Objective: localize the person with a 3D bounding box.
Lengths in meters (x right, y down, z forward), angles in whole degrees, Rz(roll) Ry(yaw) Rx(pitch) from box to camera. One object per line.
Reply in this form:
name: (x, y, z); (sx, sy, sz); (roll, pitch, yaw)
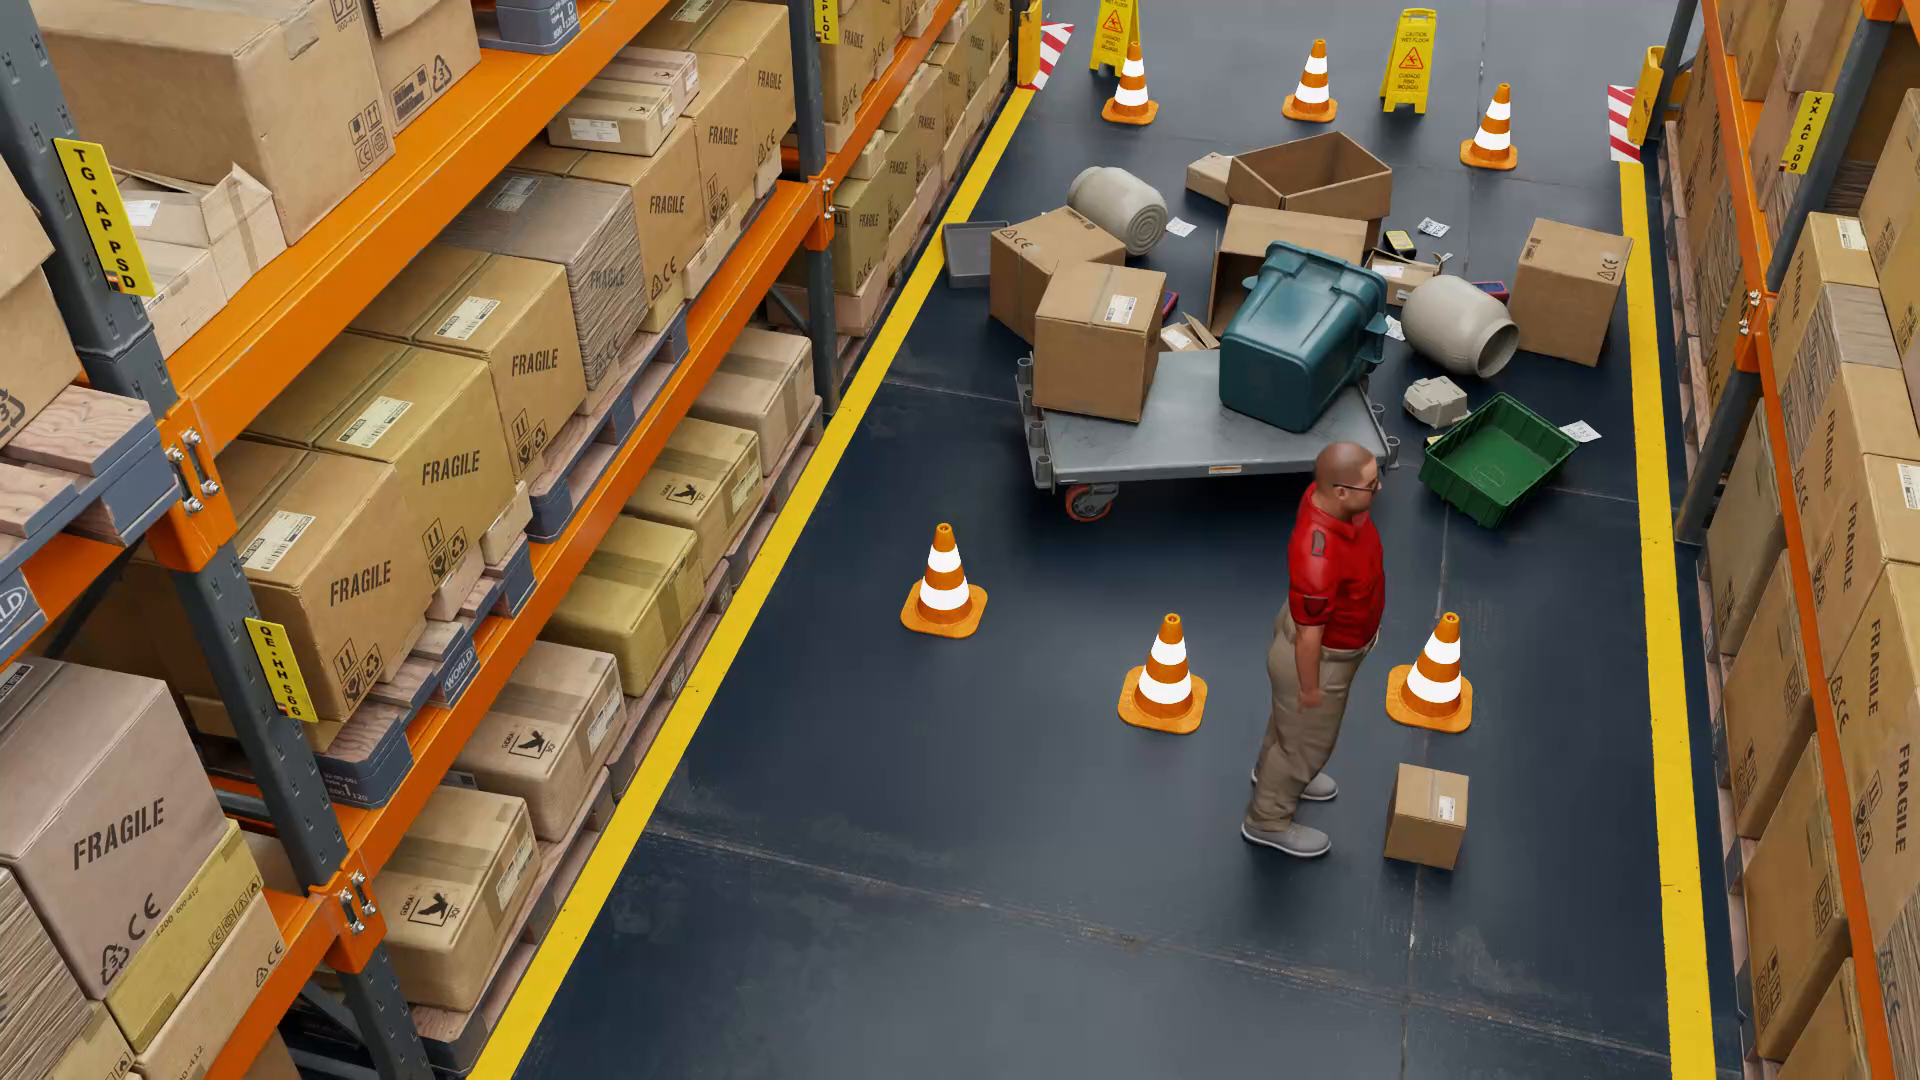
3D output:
person: (1.256, 0.369, 5.748); (0.360, 1.723, 0.527); (11, 42, 12)
